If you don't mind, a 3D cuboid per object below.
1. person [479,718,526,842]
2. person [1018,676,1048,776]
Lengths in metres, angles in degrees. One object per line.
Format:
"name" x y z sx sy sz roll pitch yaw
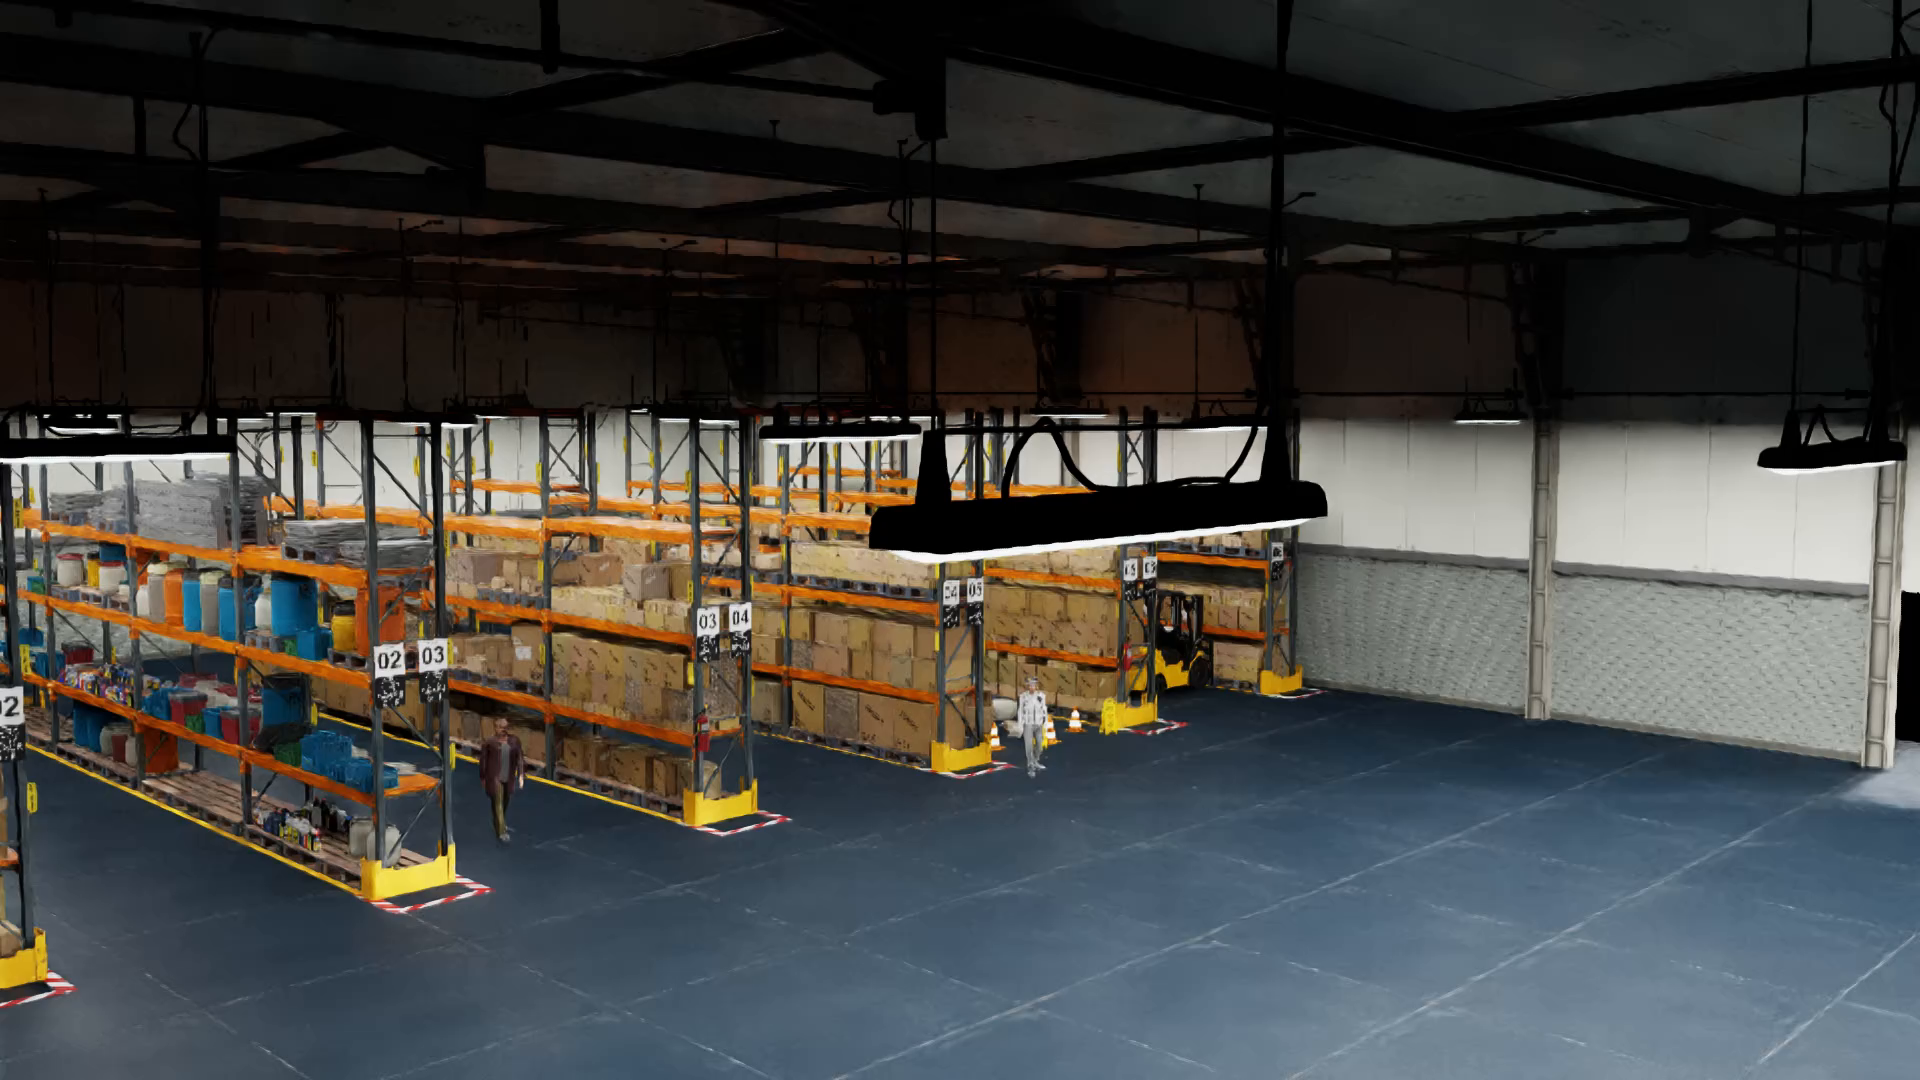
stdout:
"person" -6.481 3.368 23.609 0.571 1.716 1.103 -4 6 -37
"person" 1.207 3.058 27.675 0.515 1.662 0.546 -1 5 -9
